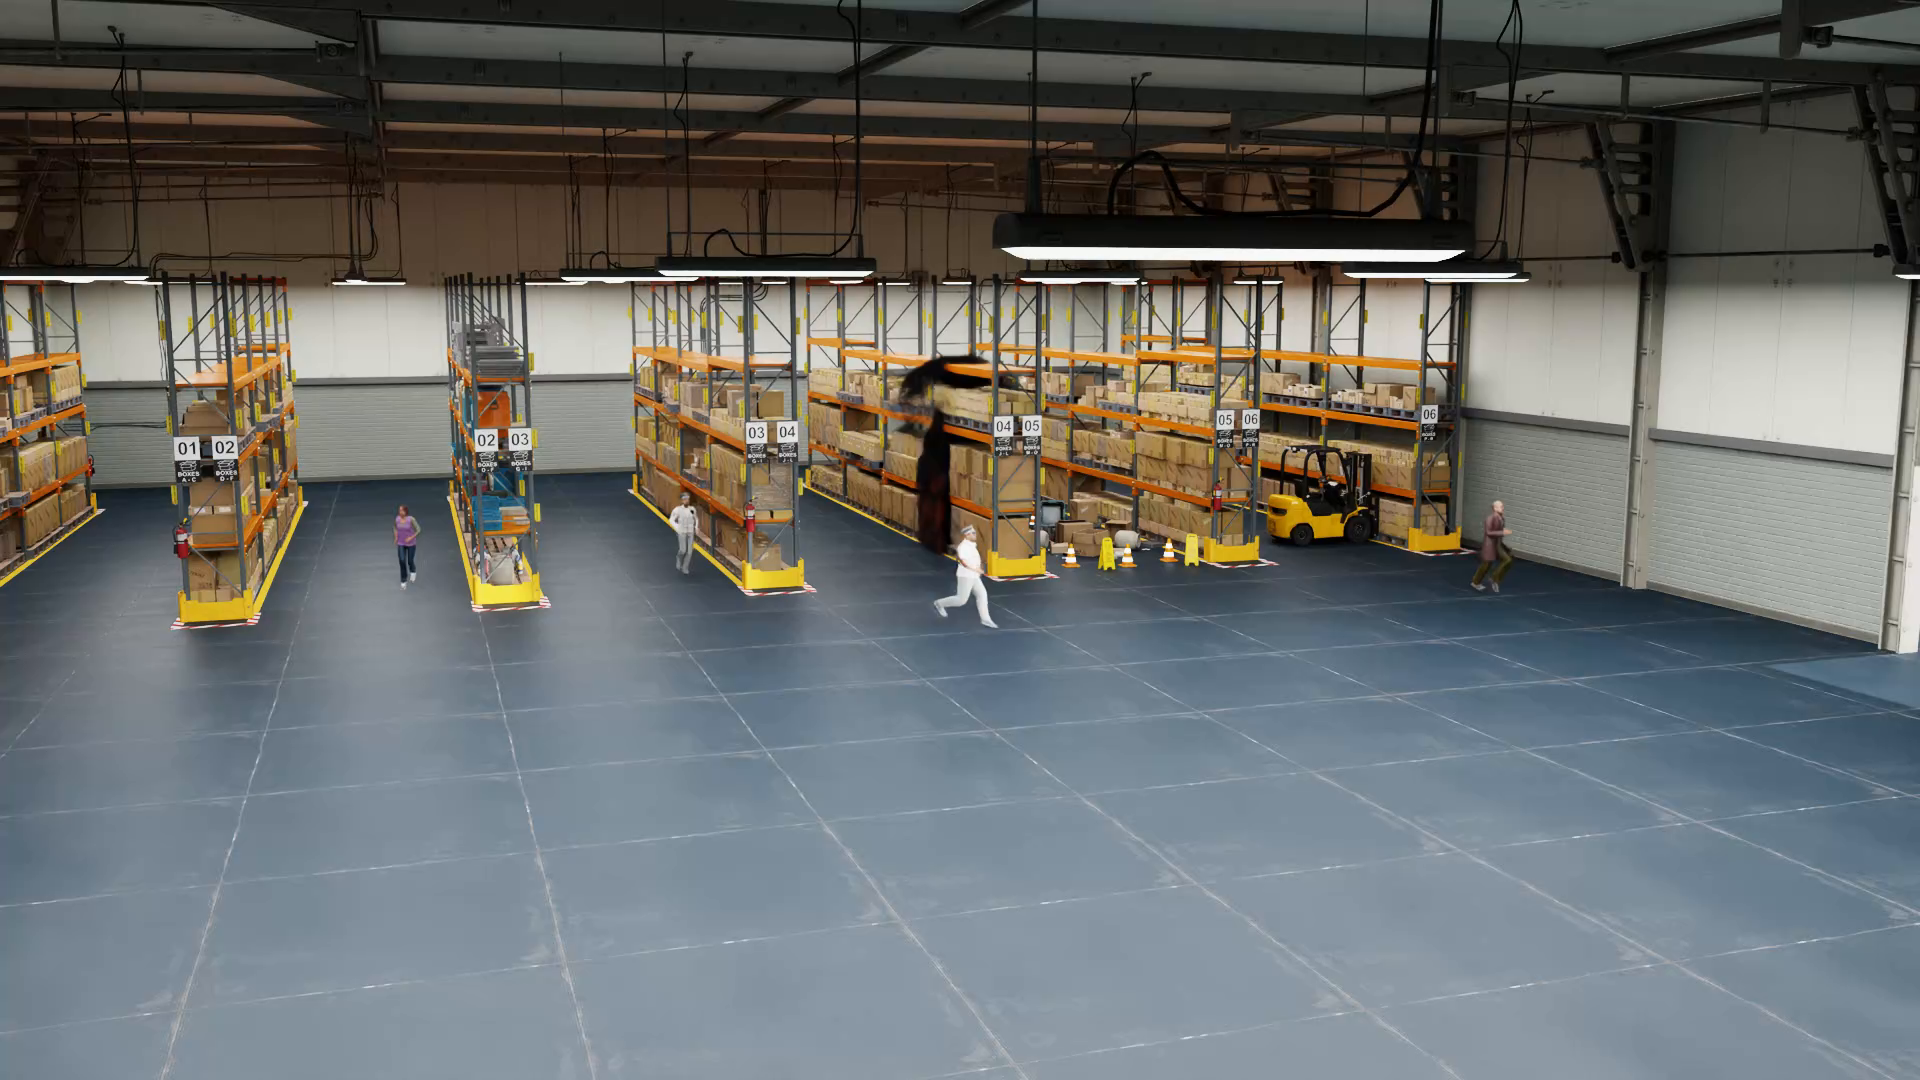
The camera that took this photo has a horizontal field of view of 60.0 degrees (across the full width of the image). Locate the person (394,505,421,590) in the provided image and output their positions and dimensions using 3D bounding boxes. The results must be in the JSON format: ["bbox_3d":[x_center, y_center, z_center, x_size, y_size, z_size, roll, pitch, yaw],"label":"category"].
[{"bbox_3d":[-10.650,0.109,32.070,0.535,1.622,0.766,-1,9,-5],"label":"person"}]

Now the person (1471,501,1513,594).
[{"bbox_3d":[10.046,0.132,31.352,0.725,1.773,0.886,-7,11,-40],"label":"person"}]

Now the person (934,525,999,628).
[{"bbox_3d":[0.111,0.627,28.259,1.112,1.788,0.633,2,9,16],"label":"person"}]

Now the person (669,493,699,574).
[{"bbox_3d":[-5.531,-0.142,33.537,0.595,1.651,0.539,-4,10,-27],"label":"person"}]
